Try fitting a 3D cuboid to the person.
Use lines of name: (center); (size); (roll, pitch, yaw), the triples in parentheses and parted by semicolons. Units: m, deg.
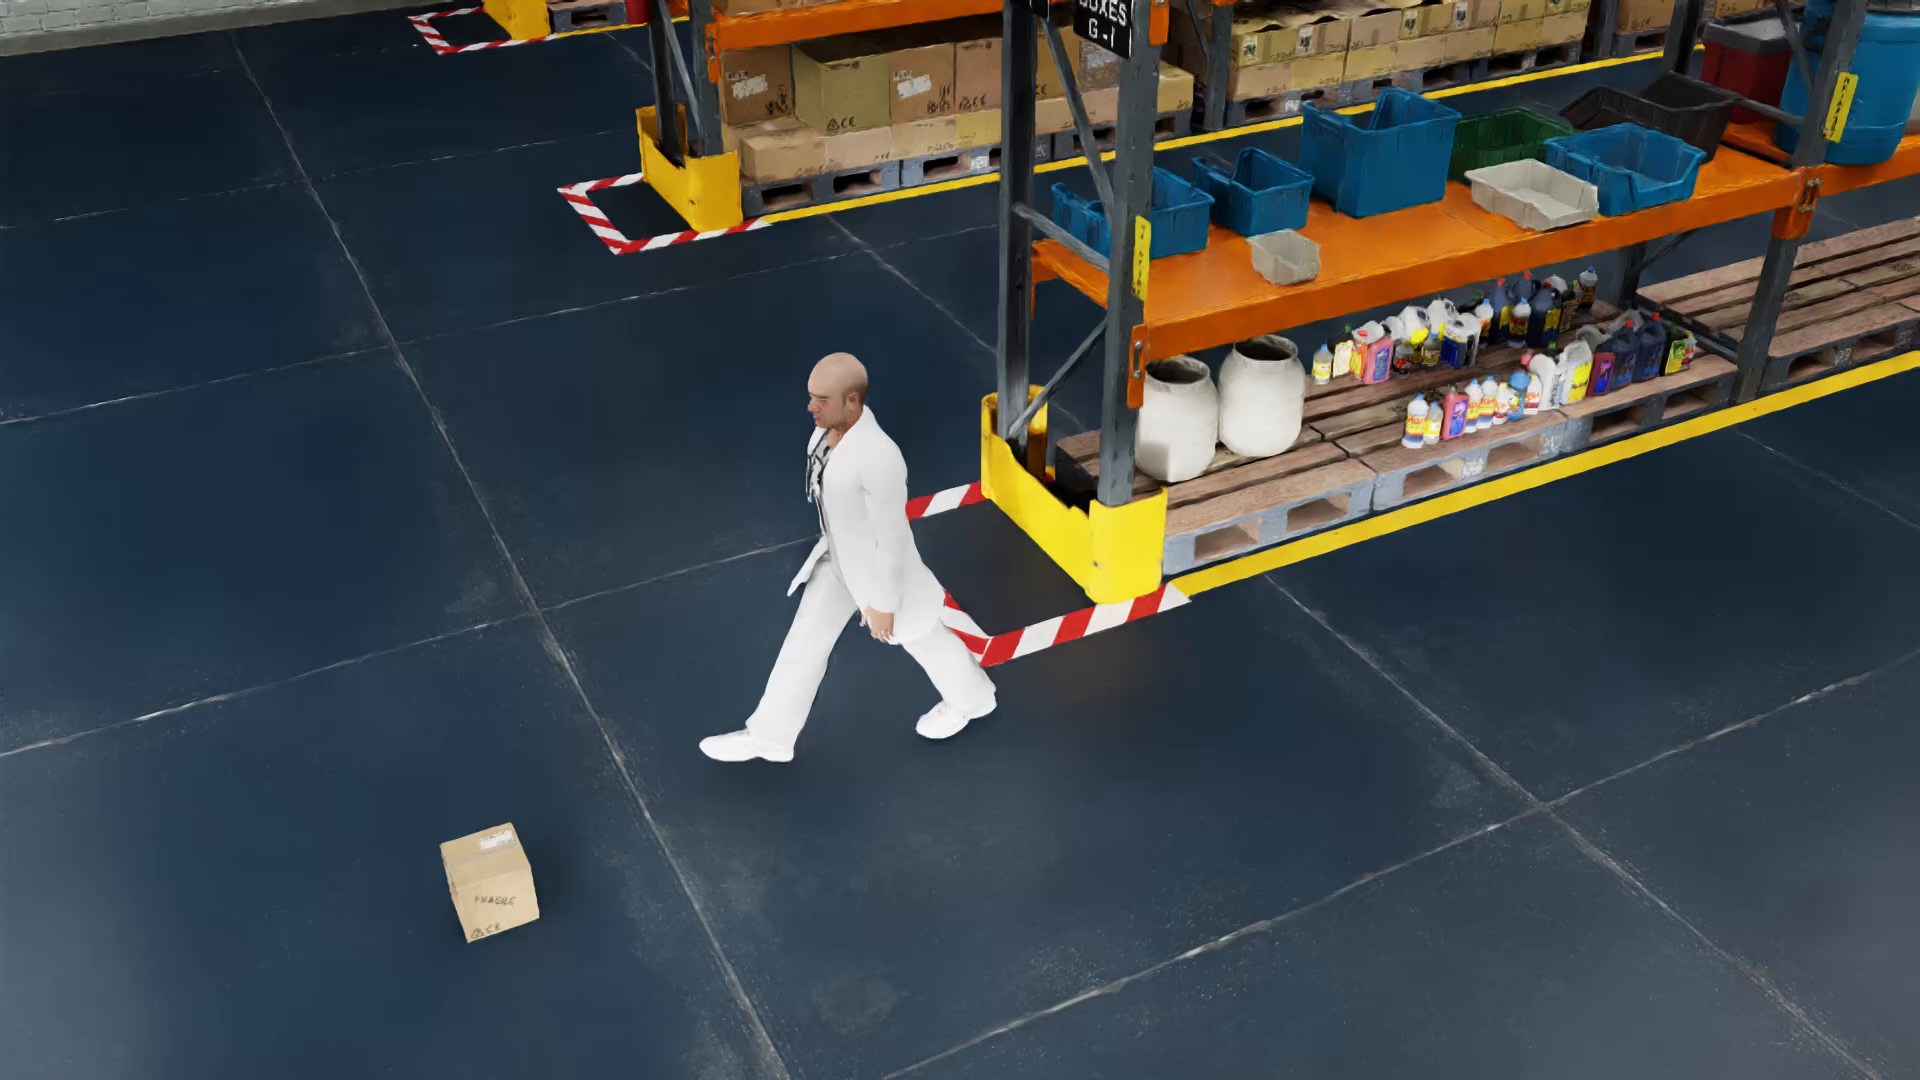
person: (-0.389, 0.093, 6.019); (1.177, 1.699, 0.595); (-17, 36, -25)
